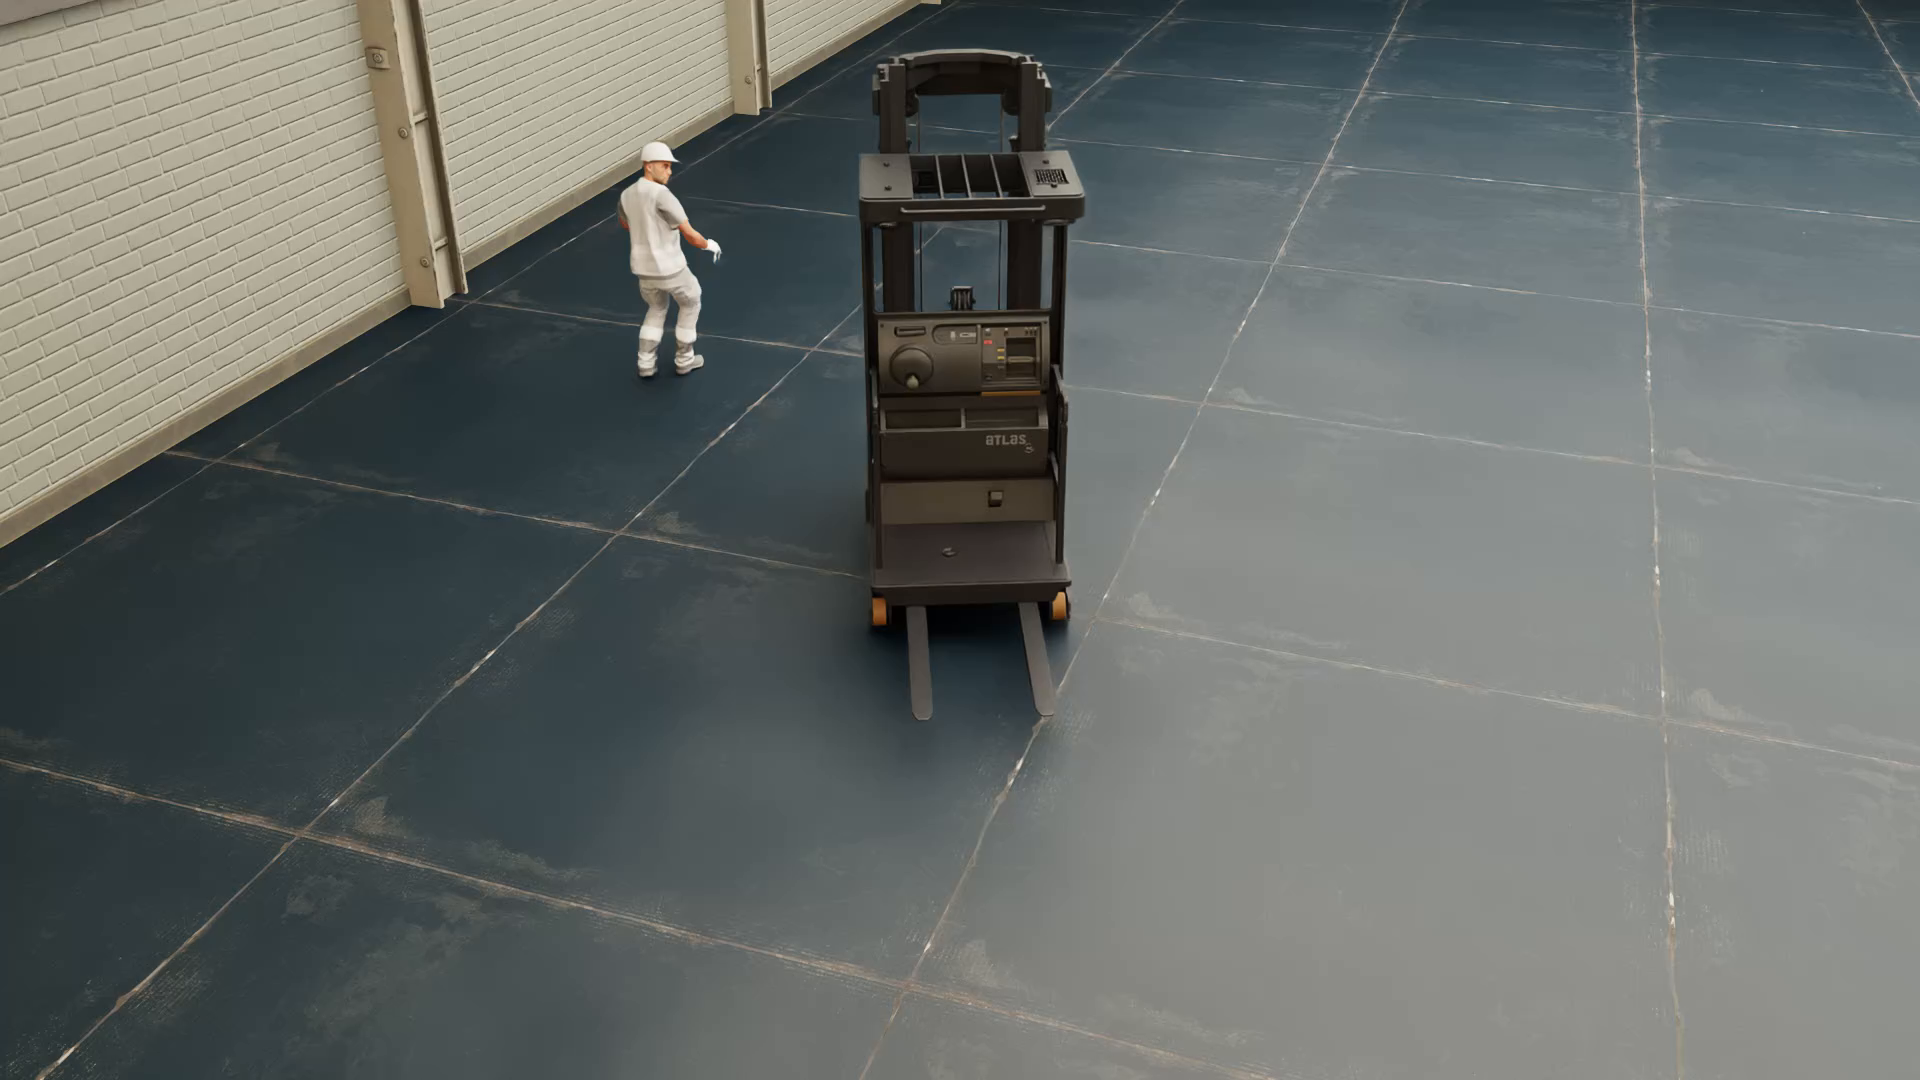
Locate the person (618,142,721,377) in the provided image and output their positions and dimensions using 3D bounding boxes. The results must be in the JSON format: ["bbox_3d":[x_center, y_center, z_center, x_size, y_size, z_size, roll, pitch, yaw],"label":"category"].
[{"bbox_3d":[-2.082,-1.993,11.901,0.784,1.722,0.675,14,33,23],"label":"person"}]

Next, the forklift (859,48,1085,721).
[{"bbox_3d":[0.036,-0.960,8.821,1.130,2.935,3.031,-2,30,-3],"label":"forklift"}]
